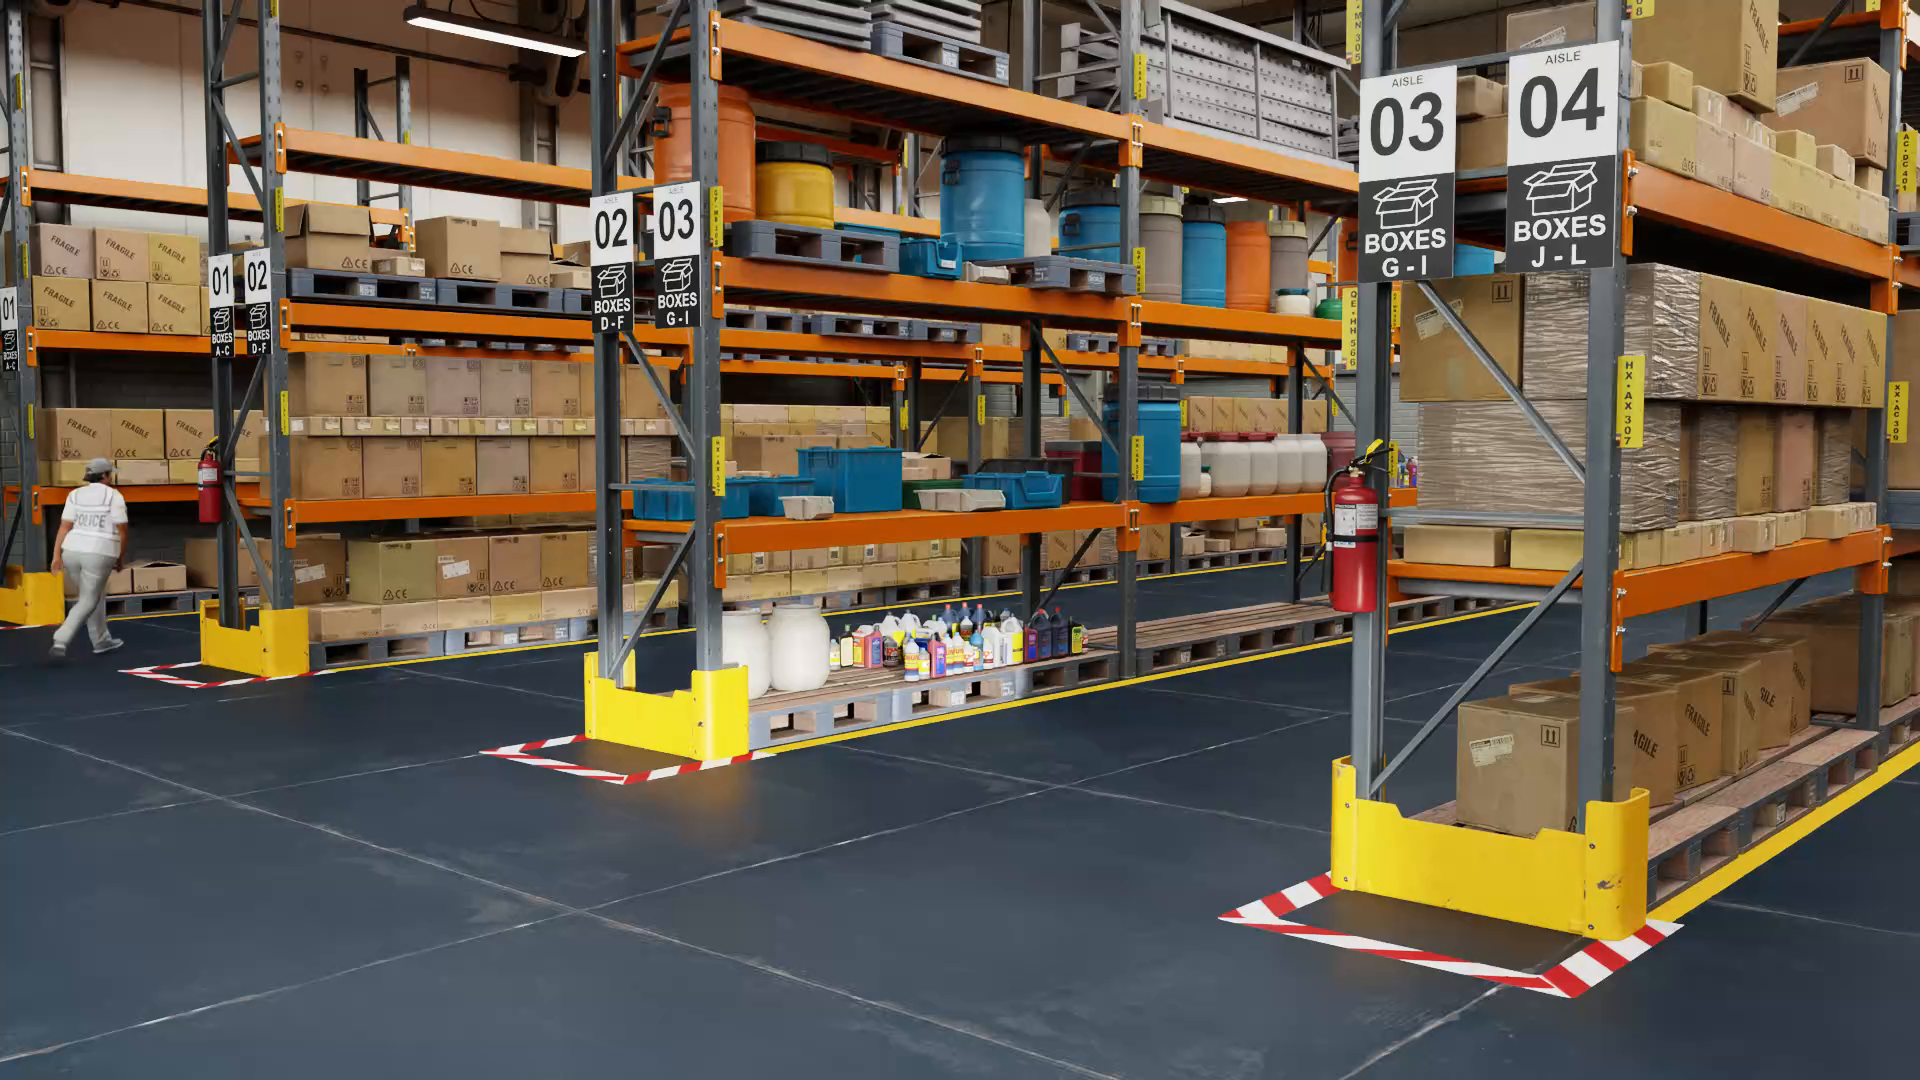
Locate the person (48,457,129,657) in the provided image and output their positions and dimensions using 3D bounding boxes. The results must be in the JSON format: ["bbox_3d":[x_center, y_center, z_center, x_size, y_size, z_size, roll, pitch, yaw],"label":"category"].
[{"bbox_3d":[-6.985,0.139,13.410,0.518,1.609,0.928,0,4,5],"label":"person"}]
